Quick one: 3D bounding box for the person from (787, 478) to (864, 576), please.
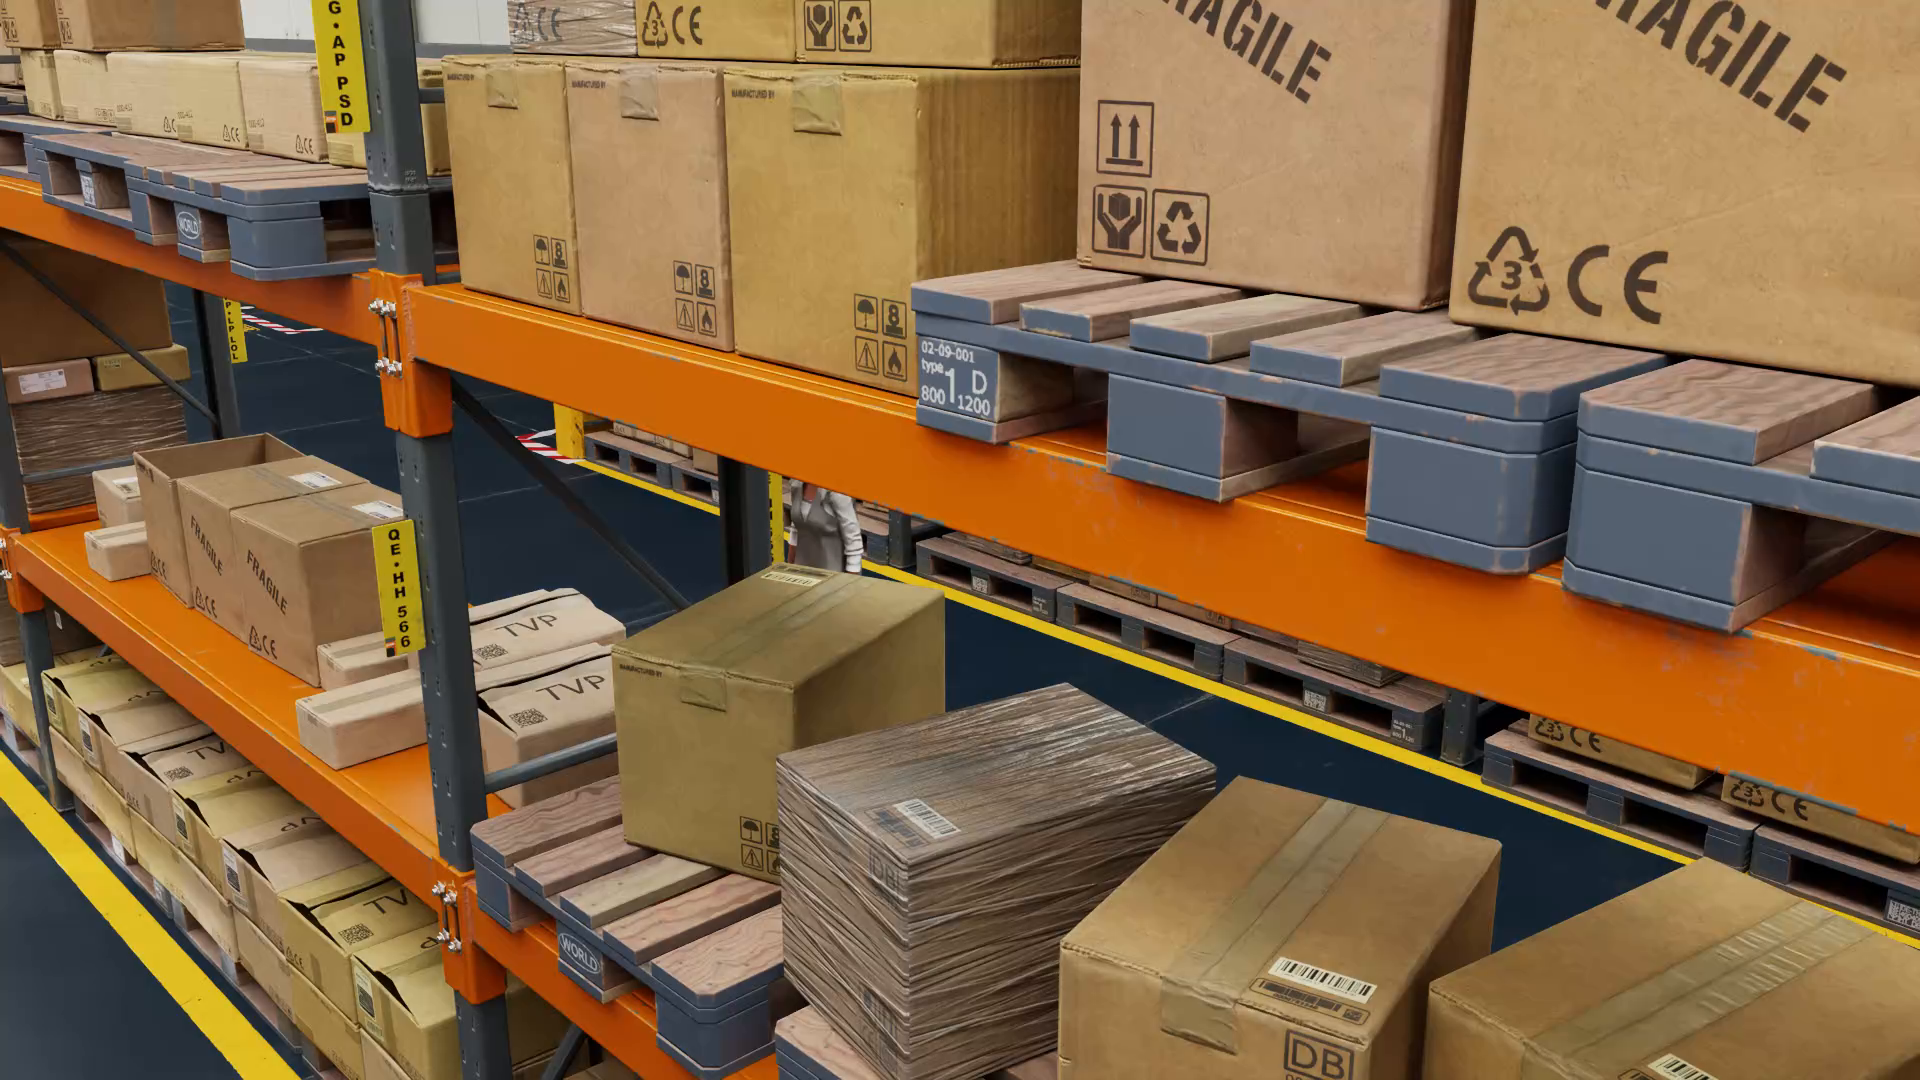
[{"bbox_3d":[-0.655,0.217,7.882,0.485,1.593,0.343,16,24,41],"label":"person"}]
